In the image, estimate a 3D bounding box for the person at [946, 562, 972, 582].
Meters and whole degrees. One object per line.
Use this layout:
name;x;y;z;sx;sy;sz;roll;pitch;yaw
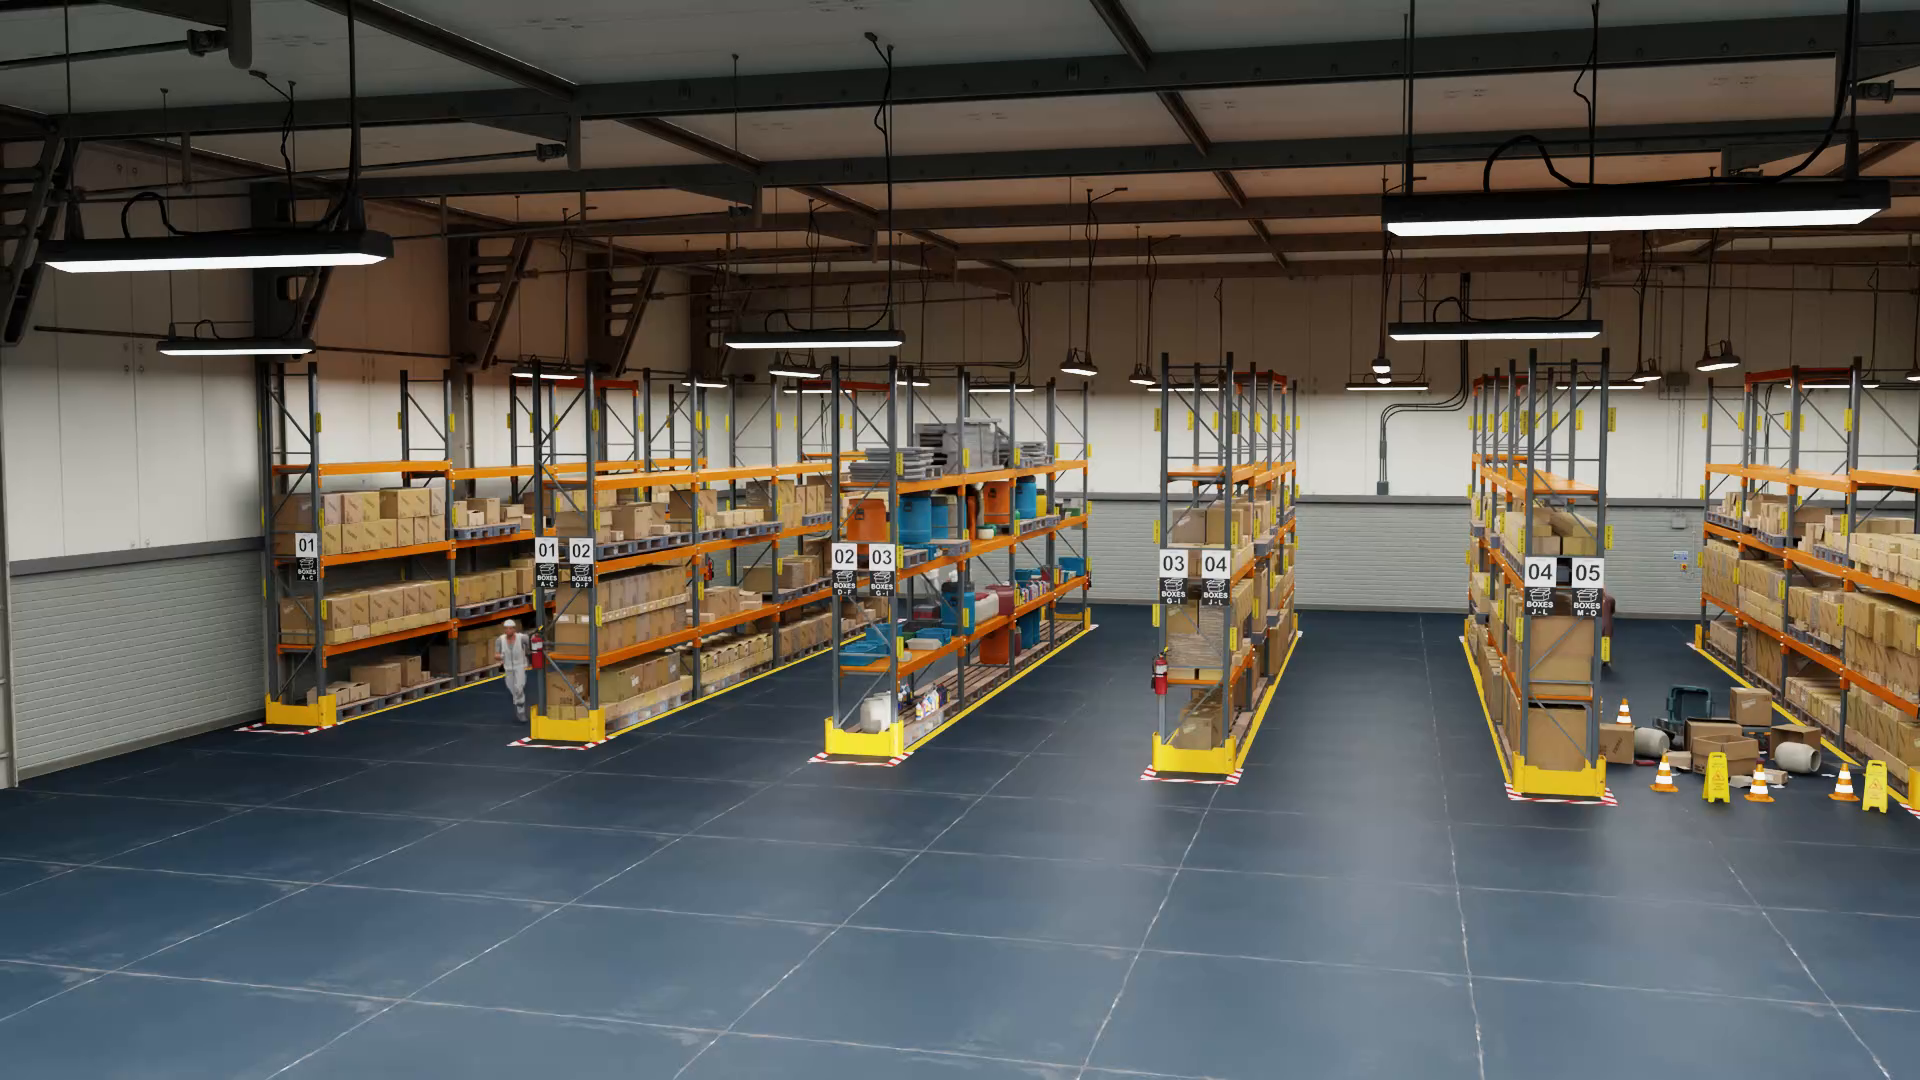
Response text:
person;-0.022;1.349;40.124;0.656;1.698;0.746;0;4;1

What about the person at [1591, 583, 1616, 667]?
person;13.125;1.747;34.007;0.625;1.725;0.990;0;4;4

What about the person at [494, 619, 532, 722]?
person;-7.459;2.171;27.893;0.622;1.724;0.947;0;4;4

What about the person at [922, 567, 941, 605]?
person;-0.801;1.005;44.438;0.697;1.737;0.734;-1;4;-9
